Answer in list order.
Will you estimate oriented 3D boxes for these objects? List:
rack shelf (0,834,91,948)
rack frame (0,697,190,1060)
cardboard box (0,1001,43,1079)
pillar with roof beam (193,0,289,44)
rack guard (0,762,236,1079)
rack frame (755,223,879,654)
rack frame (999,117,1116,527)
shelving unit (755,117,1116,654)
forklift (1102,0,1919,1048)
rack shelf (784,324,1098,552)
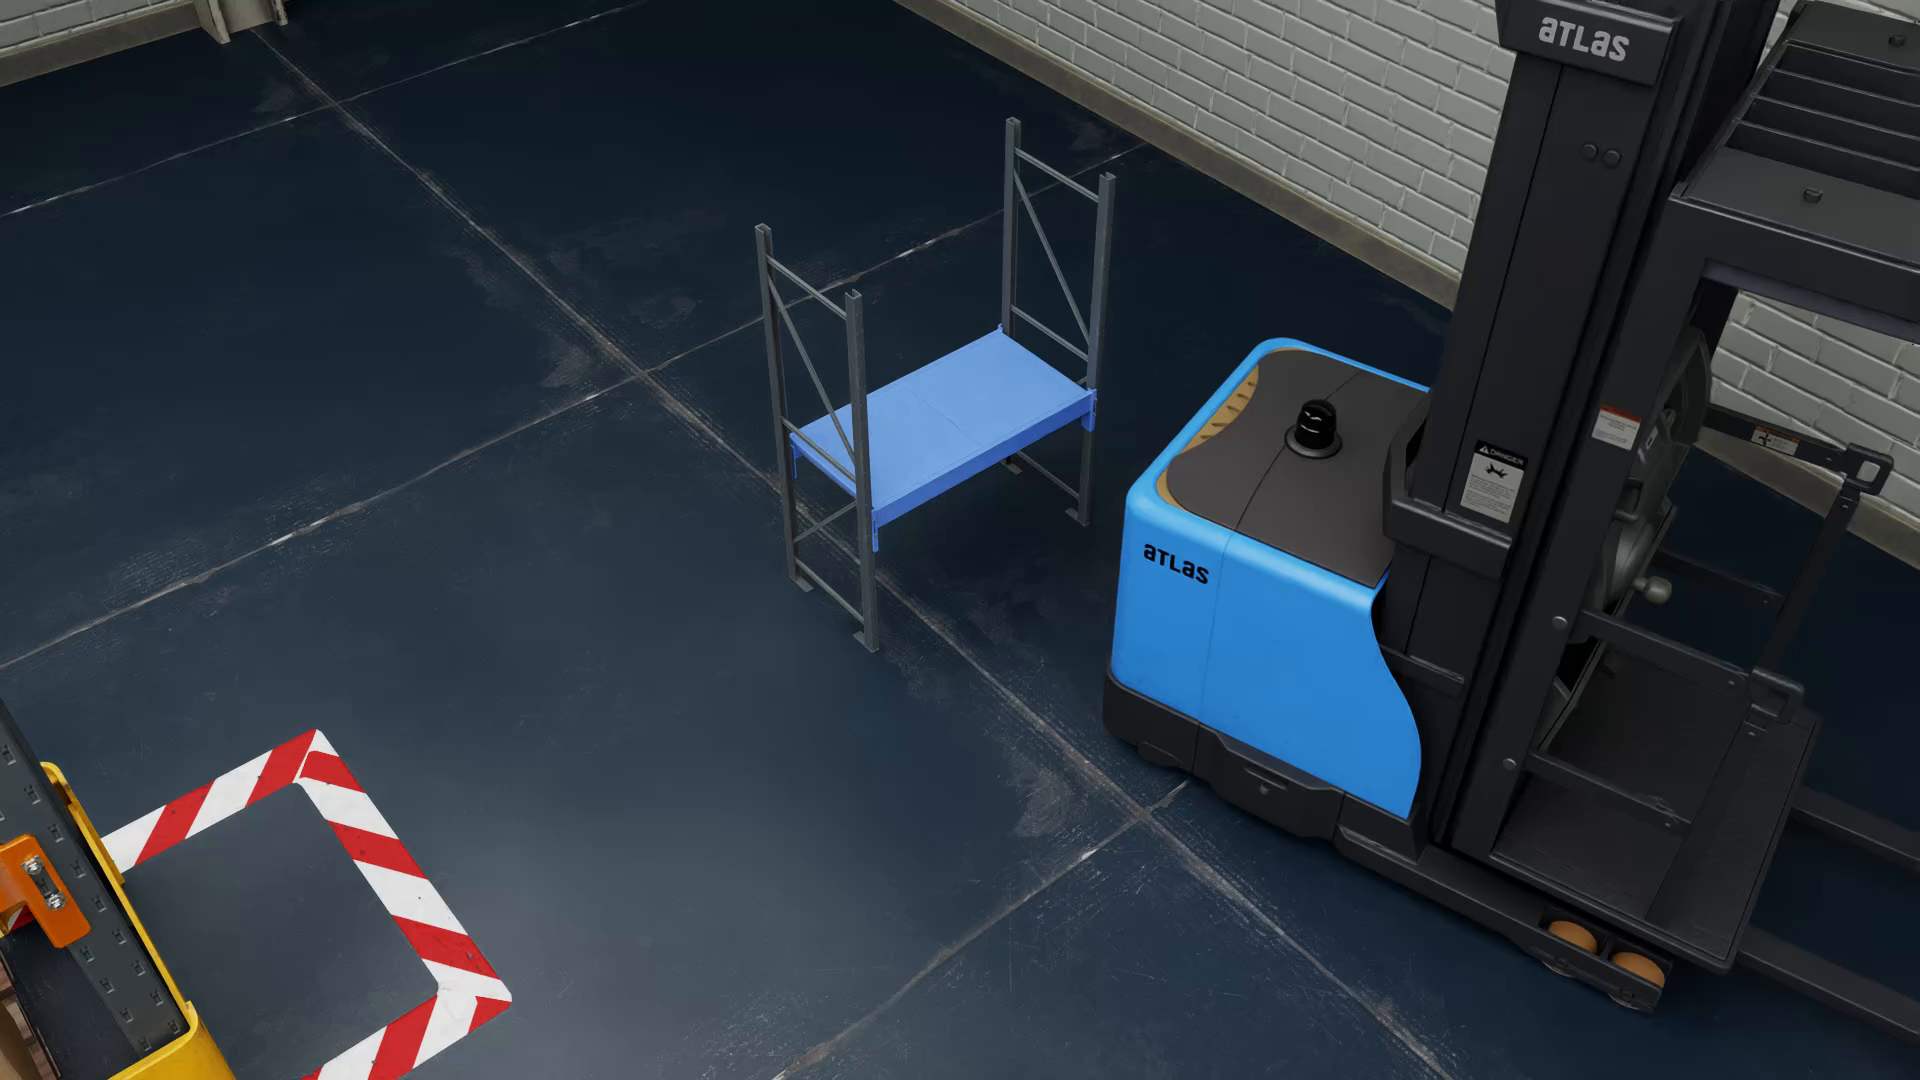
[{"bbox_3d":[-3.886,1.388,3.107,4.000,0.370,1.077,-30,51,-28],"label":"rack shelf"},{"bbox_3d":[-2.352,0.247,3.796,0.127,3.000,1.000,-30,51,-28],"label":"rack frame"},{"bbox_3d":[-2.611,1.366,4.109,0.500,0.500,0.500,-30,51,-28],"label":"cardboard box"},{"bbox_3d":[-1.255,-3.919,3.850,0.400,9.000,9.100,-30,51,-28],"label":"pillar with roof beam"},{"bbox_3d":[-2.411,1.191,4.616,0.348,0.500,1.175,-30,51,-28],"label":"rack guard"},{"bbox_3d":[-0.455,-0.286,5.459,0.032,1.500,0.500,-30,51,-28],"label":"rack frame"},{"bbox_3d":[0.325,-0.733,5.934,0.032,1.500,0.500,-30,51,-28],"label":"rack frame"},{"bbox_3d":[-0.065,-0.509,5.697,1.048,1.500,0.538,-30,51,-28],"label":"shelving unit"},{"bbox_3d":[1.981,-0.134,4.252,3.031,2.935,1.130,24,48,24],"label":"forklift"},{"bbox_3d":[-0.065,-0.378,5.820,1.000,0.185,0.538,-30,51,-28],"label":"rack shelf"}]
